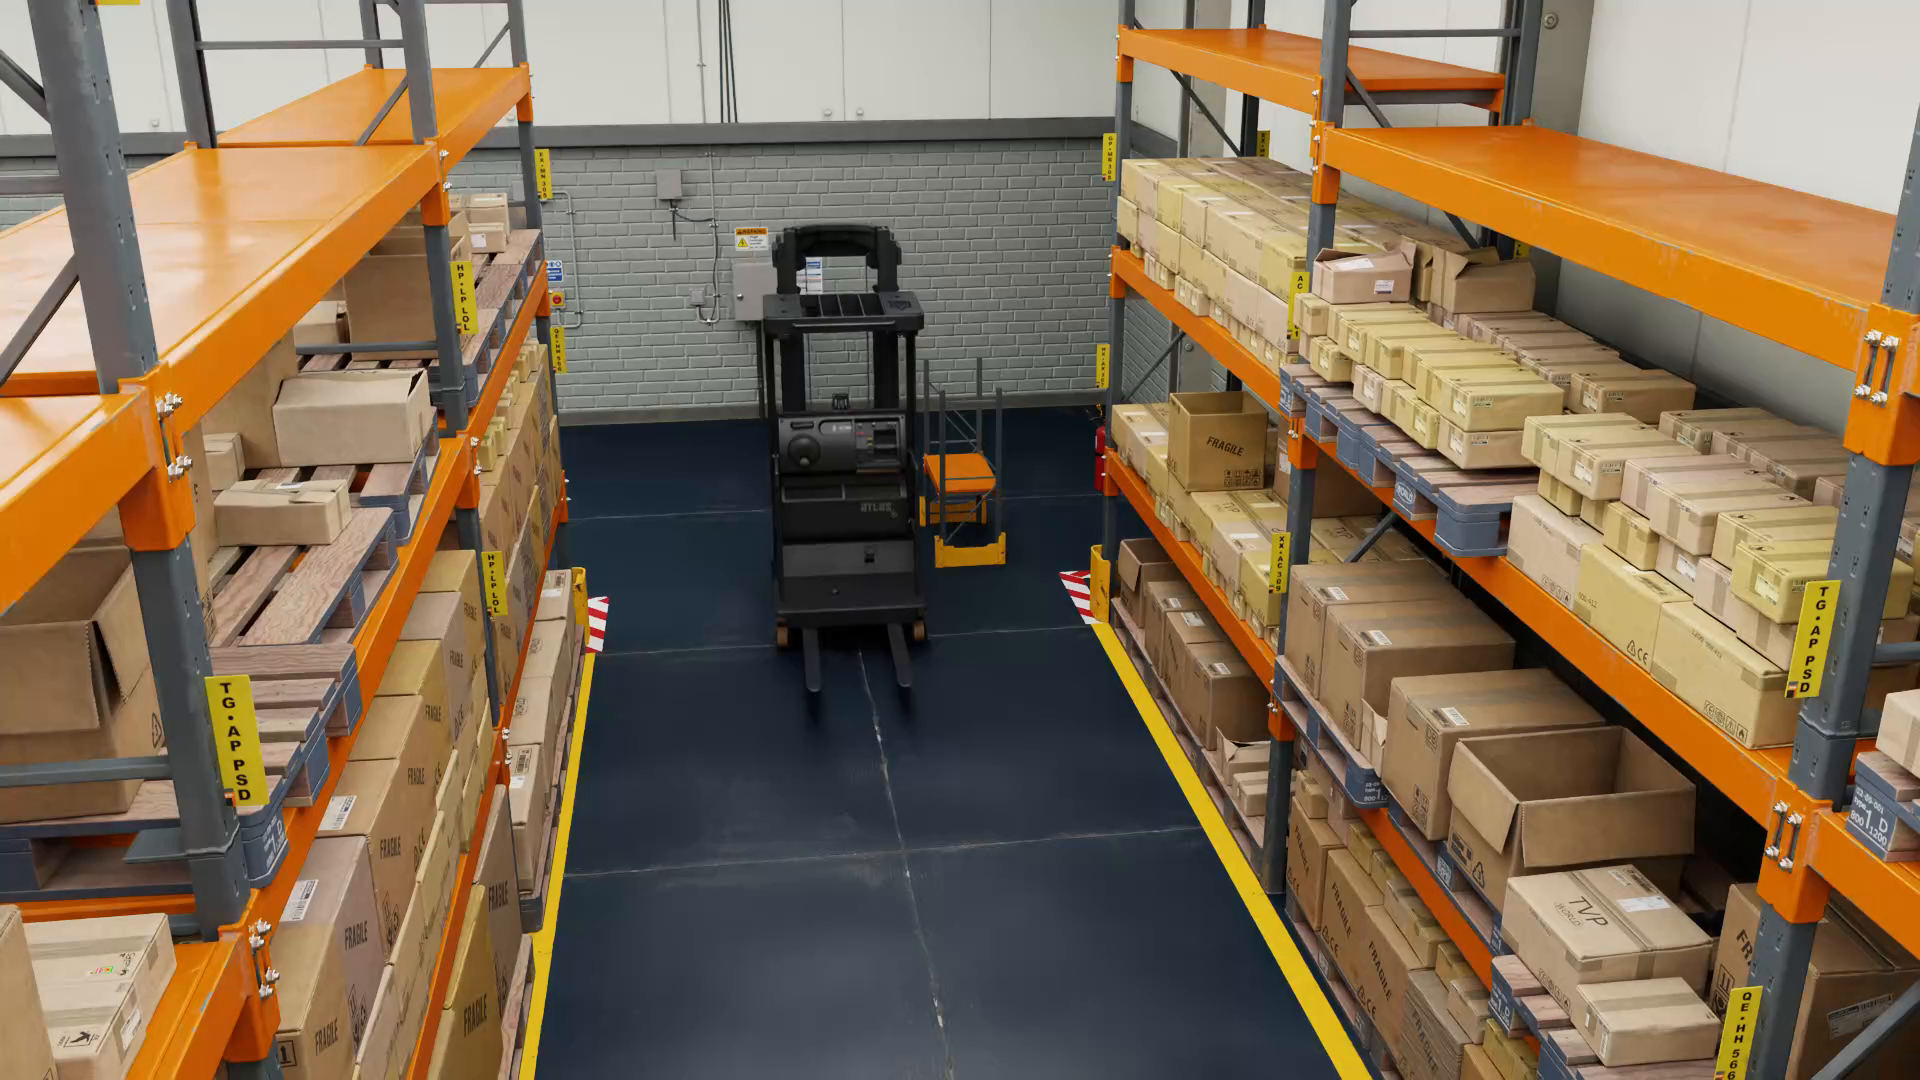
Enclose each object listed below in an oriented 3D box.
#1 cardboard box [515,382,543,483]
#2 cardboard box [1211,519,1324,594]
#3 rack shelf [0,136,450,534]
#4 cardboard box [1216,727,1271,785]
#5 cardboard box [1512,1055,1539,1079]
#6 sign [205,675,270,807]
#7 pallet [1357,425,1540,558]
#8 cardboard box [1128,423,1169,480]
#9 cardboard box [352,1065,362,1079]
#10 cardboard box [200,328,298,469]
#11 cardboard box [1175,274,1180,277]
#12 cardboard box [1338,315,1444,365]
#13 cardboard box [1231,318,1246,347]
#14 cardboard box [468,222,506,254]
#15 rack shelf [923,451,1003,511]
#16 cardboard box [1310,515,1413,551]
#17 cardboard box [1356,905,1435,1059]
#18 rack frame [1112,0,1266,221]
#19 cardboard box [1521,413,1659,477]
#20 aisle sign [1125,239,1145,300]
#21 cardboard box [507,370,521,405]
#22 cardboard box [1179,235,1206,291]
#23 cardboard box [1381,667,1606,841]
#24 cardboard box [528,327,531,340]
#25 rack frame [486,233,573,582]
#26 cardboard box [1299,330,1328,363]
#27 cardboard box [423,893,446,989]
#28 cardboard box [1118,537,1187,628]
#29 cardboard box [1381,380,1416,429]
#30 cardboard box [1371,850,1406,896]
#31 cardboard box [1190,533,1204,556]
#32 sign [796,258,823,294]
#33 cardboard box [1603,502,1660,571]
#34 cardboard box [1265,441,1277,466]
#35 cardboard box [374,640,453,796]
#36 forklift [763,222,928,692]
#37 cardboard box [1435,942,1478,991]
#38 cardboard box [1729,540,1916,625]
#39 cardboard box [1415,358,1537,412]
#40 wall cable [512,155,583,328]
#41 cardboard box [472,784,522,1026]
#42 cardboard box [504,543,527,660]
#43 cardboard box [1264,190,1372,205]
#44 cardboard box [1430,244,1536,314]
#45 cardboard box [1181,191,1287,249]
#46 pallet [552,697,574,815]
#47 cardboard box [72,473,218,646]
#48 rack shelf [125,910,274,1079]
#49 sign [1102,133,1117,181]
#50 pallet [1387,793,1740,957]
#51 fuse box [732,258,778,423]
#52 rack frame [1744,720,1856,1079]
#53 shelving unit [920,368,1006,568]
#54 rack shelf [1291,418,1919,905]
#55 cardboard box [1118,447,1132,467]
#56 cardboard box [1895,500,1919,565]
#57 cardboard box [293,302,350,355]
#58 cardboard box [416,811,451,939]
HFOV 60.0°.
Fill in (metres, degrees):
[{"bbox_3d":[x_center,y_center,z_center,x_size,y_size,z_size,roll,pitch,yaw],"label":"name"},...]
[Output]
[{"bbox_3d":[-2.848,-0.649,10.170,0.500,0.500,0.500,-3,21,-8],"label":"cardboard box"},{"bbox_3d":[1.760,0.088,9.558,0.500,0.250,0.500,-3,21,-8],"label":"cardboard box"},{"bbox_3d":[-2.461,-0.848,5.300,1.077,0.370,4.000,-3,21,-8],"label":"rack shelf"},{"bbox_3d":[1.740,1.276,9.895,0.396,0.266,0.258,-2,21,-6],"label":"cardboard box"},{"bbox_3d":[2.359,2.111,6.398,0.380,0.149,0.250,-2,21,-6],"label":"cardboard box"},{"bbox_3d":[-1.635,0.456,3.756,0.100,0.325,0.005,-3,21,-8],"label":"sign"},{"bbox_3d":[2.339,-0.235,6.615,1.213,0.211,1.003,-3,21,-8],"label":"pallet"},{"bbox_3d":[1.457,-0.615,11.440,0.500,0.250,0.500,-3,21,-7],"label":"cardboard box"},{"bbox_3d":[-2.001,1.778,4.742,0.500,0.250,0.500,-3,21,-8],"label":"cardboard box"},{"bbox_3d":[-2.909,-0.584,6.536,0.500,0.500,0.500,-3,21,-9],"label":"cardboard box"},{"bbox_3d":[1.561,-1.613,10.395,0.380,0.149,0.250,-3,21,-8],"label":"cardboard box"},{"bbox_3d":[1.875,-0.873,7.243,0.380,0.149,0.250,-3,21,-9],"label":"cardboard box"},{"bbox_3d":[1.725,-1.167,9.200,0.380,0.149,0.250,-3,21,-8],"label":"cardboard box"},{"bbox_3d":[-3.032,-1.878,10.362,0.380,0.149,0.250,-5,21,-12],"label":"cardboard box"},{"bbox_3d":[0.012,-0.505,14.012,0.538,0.185,1.000,-3,21,-8],"label":"rack shelf"},{"bbox_3d":[2.279,0.066,9.616,0.500,0.250,0.500,-3,21,-8],"label":"cardboard box"},{"bbox_3d":[2.163,2.003,7.612,0.500,0.500,0.500,-4,21,-9],"label":"cardboard box"},{"bbox_3d":[1.585,-3.702,11.340,1.000,3.000,0.127,-3,21,-8],"label":"rack frame"},{"bbox_3d":[2.209,-0.336,5.835,0.380,0.149,0.250,-3,21,-8],"label":"cardboard box"},{"bbox_3d":[1.285,-2.118,11.959,0.394,0.787,0.004,-3,21,-8],"label":"aisle sign"},{"bbox_3d":[-2.838,-0.906,9.929,0.380,0.149,0.250,-2,21,-6],"label":"cardboard box"},{"bbox_3d":[1.632,-1.668,9.970,0.500,0.250,0.500,-3,21,-9],"label":"cardboard box"},{"bbox_3d":[2.198,0.880,6.905,0.700,0.500,0.500,-3,21,-8],"label":"cardboard box"},{"bbox_3d":[-3.076,-1.345,11.105,0.380,0.149,0.250,-3,21,-7],"label":"cardboard box"},{"bbox_3d":[-3.326,-0.640,11.716,1.000,3.000,0.127,-3,21,-8],"label":"rack frame"},{"bbox_3d":[1.812,-0.914,7.780,0.380,0.149,0.250,-3,21,-7],"label":"cardboard box"},{"bbox_3d":[-2.230,1.489,6.232,0.500,0.250,0.500,-3,21,-8],"label":"cardboard box"},{"bbox_3d":[1.580,0.298,12.174,0.797,0.503,0.637,-4,21,-10],"label":"cardboard box"},{"bbox_3d":[1.961,-0.561,6.833,0.380,0.149,0.250,-3,21,-8],"label":"cardboard box"},{"bbox_3d":[2.168,1.576,7.829,0.380,0.149,0.250,-3,21,-9],"label":"cardboard box"},{"bbox_3d":[1.661,-0.022,10.420,0.380,0.149,0.250,-3,21,-8],"label":"cardboard box"},{"bbox_3d":[-1.603,-2.698,17.364,0.329,0.494,0.001,-3,21,-8],"label":"sign"},{"bbox_3d":[2.340,-0.021,5.416,0.380,0.149,0.250,-3,21,-8],"label":"cardboard box"},{"bbox_3d":[2.054,-0.464,11.036,0.500,0.250,0.500,-2,21,-6],"label":"cardboard box"},{"bbox_3d":[-2.301,0.727,6.484,0.500,0.500,0.500,-2,21,-6],"label":"cardboard box"},{"bbox_3d":[-0.834,-0.705,11.989,1.130,2.935,3.031,-2,21,-6],"label":"forklift"},{"bbox_3d":[2.268,1.842,7.116,0.380,0.149,0.250,-3,21,-8],"label":"cardboard box"},{"bbox_3d":[2.396,0.113,4.632,0.380,0.149,0.250,-2,21,-6],"label":"cardboard box"},{"bbox_3d":[2.025,-0.609,6.537,0.380,0.149,0.250,-3,21,-7],"label":"cardboard box"},{"bbox_3d":[-4.162,-3.082,16.757,0.585,1.953,0.123,-3,21,-8],"label":"wall cable"},{"bbox_3d":[-2.581,1.754,7.743,0.875,0.875,0.875,-2,21,-6],"label":"cardboard box"},{"bbox_3d":[-2.626,0.348,8.928,0.500,0.500,0.500,-3,21,-7],"label":"cardboard box"},{"bbox_3d":[2.130,-1.928,9.952,0.500,0.250,0.500,-3,21,-8],"label":"cardboard box"},{"bbox_3d":[2.345,-1.179,7.471,0.396,0.266,0.258,-3,21,-8],"label":"cardboard box"},{"bbox_3d":[1.625,-1.907,9.898,0.500,0.250,0.500,-2,21,-6],"label":"cardboard box"},{"bbox_3d":[-2.961,1.361,10.345,1.003,0.211,1.213,-3,21,-8],"label":"pallet"},{"bbox_3d":[-2.503,0.148,4.577,0.700,0.500,0.500,-4,21,-10],"label":"cardboard box"},{"bbox_3d":[-1.884,1.754,2.047,1.077,0.370,4.000,-3,21,-8],"label":"rack shelf"},{"bbox_3d":[1.049,-2.679,11.639,0.100,0.325,0.005,-3,21,-8],"label":"sign"},{"bbox_3d":[2.454,1.295,6.810,1.003,0.211,1.213,-3,21,-8],"label":"pallet"},{"bbox_3d":[-2.062,-2.043,17.314,0.539,1.711,0.414,-3,21,-8],"label":"fuse box"},{"bbox_3d":[2.739,1.878,4.974,1.000,3.000,0.127,-3,21,-8],"label":"rack frame"},{"bbox_3d":[0.011,-0.676,13.957,0.587,1.500,1.083,-3,21,-8],"label":"shelving unit"},{"bbox_3d":[2.450,0.118,6.429,1.077,0.370,4.000,-3,21,-8],"label":"rack shelf"},{"bbox_3d":[1.361,-0.646,12.092,0.380,0.149,0.250,-3,21,-8],"label":"cardboard box"},{"bbox_3d":[2.951,-0.013,4.972,0.380,0.149,0.250,-3,21,-7],"label":"cardboard box"},{"bbox_3d":[-3.158,-1.046,7.965,0.396,0.266,0.258,-2,21,-6],"label":"cardboard box"},{"bbox_3d":[-2.194,1.250,6.157,0.500,0.250,0.500,-3,21,-7],"label":"cardboard box"}]
